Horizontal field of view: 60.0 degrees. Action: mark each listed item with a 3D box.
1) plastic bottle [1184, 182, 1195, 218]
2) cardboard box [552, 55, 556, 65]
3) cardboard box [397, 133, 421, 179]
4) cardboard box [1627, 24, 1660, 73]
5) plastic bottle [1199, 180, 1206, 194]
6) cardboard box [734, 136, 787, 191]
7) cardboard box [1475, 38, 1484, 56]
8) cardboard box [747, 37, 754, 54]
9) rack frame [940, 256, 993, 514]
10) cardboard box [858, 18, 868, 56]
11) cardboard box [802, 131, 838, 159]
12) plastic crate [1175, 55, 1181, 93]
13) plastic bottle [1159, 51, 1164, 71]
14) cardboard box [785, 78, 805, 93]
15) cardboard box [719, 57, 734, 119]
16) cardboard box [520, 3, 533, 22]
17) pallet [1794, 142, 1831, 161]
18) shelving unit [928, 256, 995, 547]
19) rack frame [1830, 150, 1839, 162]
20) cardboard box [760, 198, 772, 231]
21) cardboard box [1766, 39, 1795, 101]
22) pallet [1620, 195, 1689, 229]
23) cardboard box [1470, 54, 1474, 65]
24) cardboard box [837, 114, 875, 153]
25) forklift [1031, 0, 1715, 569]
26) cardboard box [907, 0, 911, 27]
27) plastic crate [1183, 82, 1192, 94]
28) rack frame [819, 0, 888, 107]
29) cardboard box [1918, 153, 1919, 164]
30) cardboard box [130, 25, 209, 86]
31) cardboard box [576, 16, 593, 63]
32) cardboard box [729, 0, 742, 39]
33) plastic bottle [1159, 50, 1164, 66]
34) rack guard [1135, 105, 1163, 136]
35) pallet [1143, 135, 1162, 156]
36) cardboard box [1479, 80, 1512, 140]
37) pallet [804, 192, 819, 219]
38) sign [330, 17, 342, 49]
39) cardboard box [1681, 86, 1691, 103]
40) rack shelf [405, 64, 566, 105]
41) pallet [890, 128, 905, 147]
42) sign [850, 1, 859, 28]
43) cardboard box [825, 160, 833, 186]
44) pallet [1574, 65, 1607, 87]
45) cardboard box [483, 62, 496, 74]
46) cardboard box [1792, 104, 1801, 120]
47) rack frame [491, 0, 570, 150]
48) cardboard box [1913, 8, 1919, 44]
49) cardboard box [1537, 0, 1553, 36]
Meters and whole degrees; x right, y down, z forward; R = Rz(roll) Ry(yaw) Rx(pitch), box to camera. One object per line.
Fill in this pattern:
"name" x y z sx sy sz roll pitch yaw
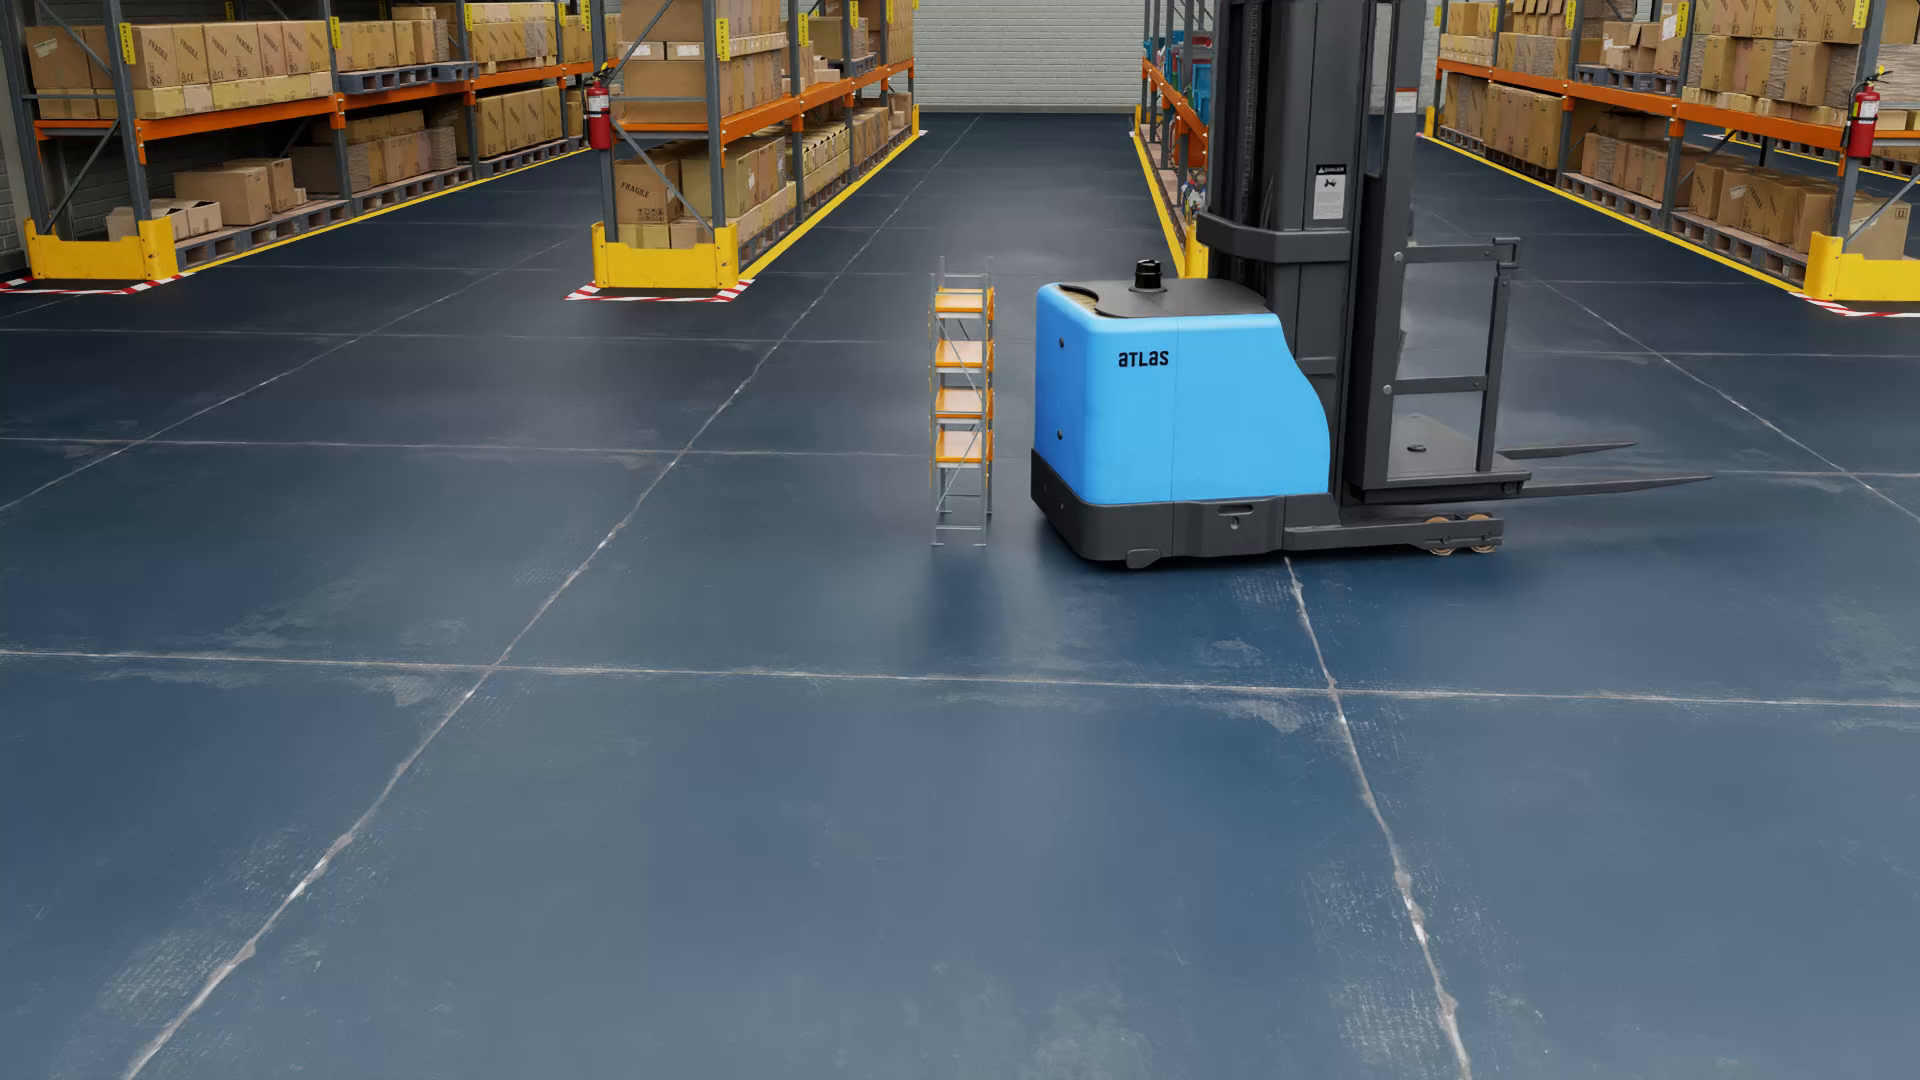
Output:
"plastic bottle" 2.287 -3.358 16.400 0.144 0.351 0.185 1 18 2
"cardboard box" -6.278 -7.192 24.926 0.380 0.149 0.250 1 18 4
"cardboard box" -6.983 -4.655 20.120 0.700 0.500 0.500 1 18 4
"cardboard box" 7.744 -5.386 18.202 0.797 0.503 0.637 3 18 10
"plastic bottle" 2.444 -3.413 16.569 0.144 0.351 0.185 1 18 4
"cardboard box" -2.031 -3.764 16.631 0.500 0.500 0.500 1 18 4
"cardboard box" 8.090 -7.455 25.121 0.500 0.250 0.500 2 18 6
"cardboard box" -2.101 -4.527 15.219 0.380 0.149 0.250 1 18 4
"rack frame" 0.029 -0.697 7.624 0.240 1.200 0.015 1 18 4
"cardboard box" -1.660 -7.001 23.136 0.700 0.500 0.500 -3 18 -10
"cardboard box" -1.743 -4.734 19.895 0.500 0.311 0.500 1 18 4
"plastic crate" 2.541 -5.049 18.041 0.392 0.384 0.575 1 18 4
"plastic bottle" 2.849 -6.638 23.064 0.152 0.276 0.135 1 18 4
"cardboard box" -1.901 -4.970 18.178 0.380 0.149 0.250 1 18 4
"cardboard box" -2.376 -3.932 14.446 0.700 0.500 0.500 2 18 5
"cardboard box" -6.397 -7.500 23.620 0.500 0.250 0.500 2 18 5
"pallet" 13.238 -5.824 24.857 1.003 0.211 1.213 1 18 4
"shelving unit" 0.012 -0.622 7.393 0.258 1.200 0.503 1 18 4
"rack frame" 13.226 -6.939 23.783 1.000 3.000 0.127 1 18 4
"cardboard box" -2.086 -3.097 15.799 0.500 0.250 0.500 1 18 4
"cardboard box" 7.487 -4.026 14.254 0.875 0.500 0.500 1 18 4
"pallet" 7.766 -3.513 17.807 1.003 0.211 1.213 1 18 4
"cardboard box" 8.054 -7.384 25.543 0.380 0.149 0.250 2 18 5
"cardboard box" -1.459 -5.698 23.303 0.500 0.500 0.500 1 18 2
"forklift" 1.902 -1.482 7.238 3.031 2.935 1.130 -4 18 -11
"cardboard box" -1.101 -8.767 27.596 0.500 0.500 0.500 2 18 5
"plastic crate" 2.608 -4.518 16.494 0.767 0.338 0.504 1 18 4
"rack frame" -1.595 -7.304 24.895 1.000 3.000 0.127 1 18 4
"cardboard box" 12.766 -5.080 21.449 0.500 0.500 0.500 2 18 6
"cardboard box" -7.017 -4.276 14.659 0.500 0.500 0.500 1 18 4
"cardboard box" -6.423 -7.950 26.387 0.980 0.700 0.700 1 18 3
"cardboard box" -2.338 -4.722 14.772 0.700 0.500 0.500 1 18 4
"plastic bottle" 2.866 -6.710 23.283 0.152 0.276 0.135 1 18 4
"rack guard" 3.621 -7.254 28.759 1.175 0.500 0.348 1 18 4
"pallet" 3.359 -6.096 25.688 1.003 0.211 1.213 1 18 4
"cardboard box" 8.413 -6.474 25.103 0.875 0.875 0.875 1 18 4
"pallet" -2.155 -3.724 18.448 1.003 0.211 1.213 1 18 4
"sign" -6.568 -5.330 17.482 0.100 0.325 0.005 1 18 4
"cardboard box" 7.397 -4.417 16.490 0.380 0.149 0.250 1 18 4
"rack shelf" -6.679 -6.450 23.446 1.077 0.370 4.000 1 18 4
"pallet" -1.460 -6.572 27.140 1.003 0.211 1.213 1 18 4
"sign" -1.328 -6.600 20.889 0.100 0.325 0.005 1 18 4
"cardboard box" -1.783 -4.309 19.499 0.500 0.250 0.500 2 18 5
"pallet" 8.054 -5.524 19.773 1.213 0.211 1.003 1 18 4
"cardboard box" -6.438 -6.317 22.255 0.380 0.149 0.250 2 18 6
"cardboard box" 7.318 -3.639 14.114 0.380 0.149 0.250 1 18 4
"rack frame" -6.536 -7.413 25.229 1.000 3.000 0.127 1 18 4
"cardboard box" 7.737 -4.183 13.128 0.500 0.500 0.500 1 18 4
"cardboard box" 8.158 -7.001 22.199 0.797 0.503 0.637 2 18 6
